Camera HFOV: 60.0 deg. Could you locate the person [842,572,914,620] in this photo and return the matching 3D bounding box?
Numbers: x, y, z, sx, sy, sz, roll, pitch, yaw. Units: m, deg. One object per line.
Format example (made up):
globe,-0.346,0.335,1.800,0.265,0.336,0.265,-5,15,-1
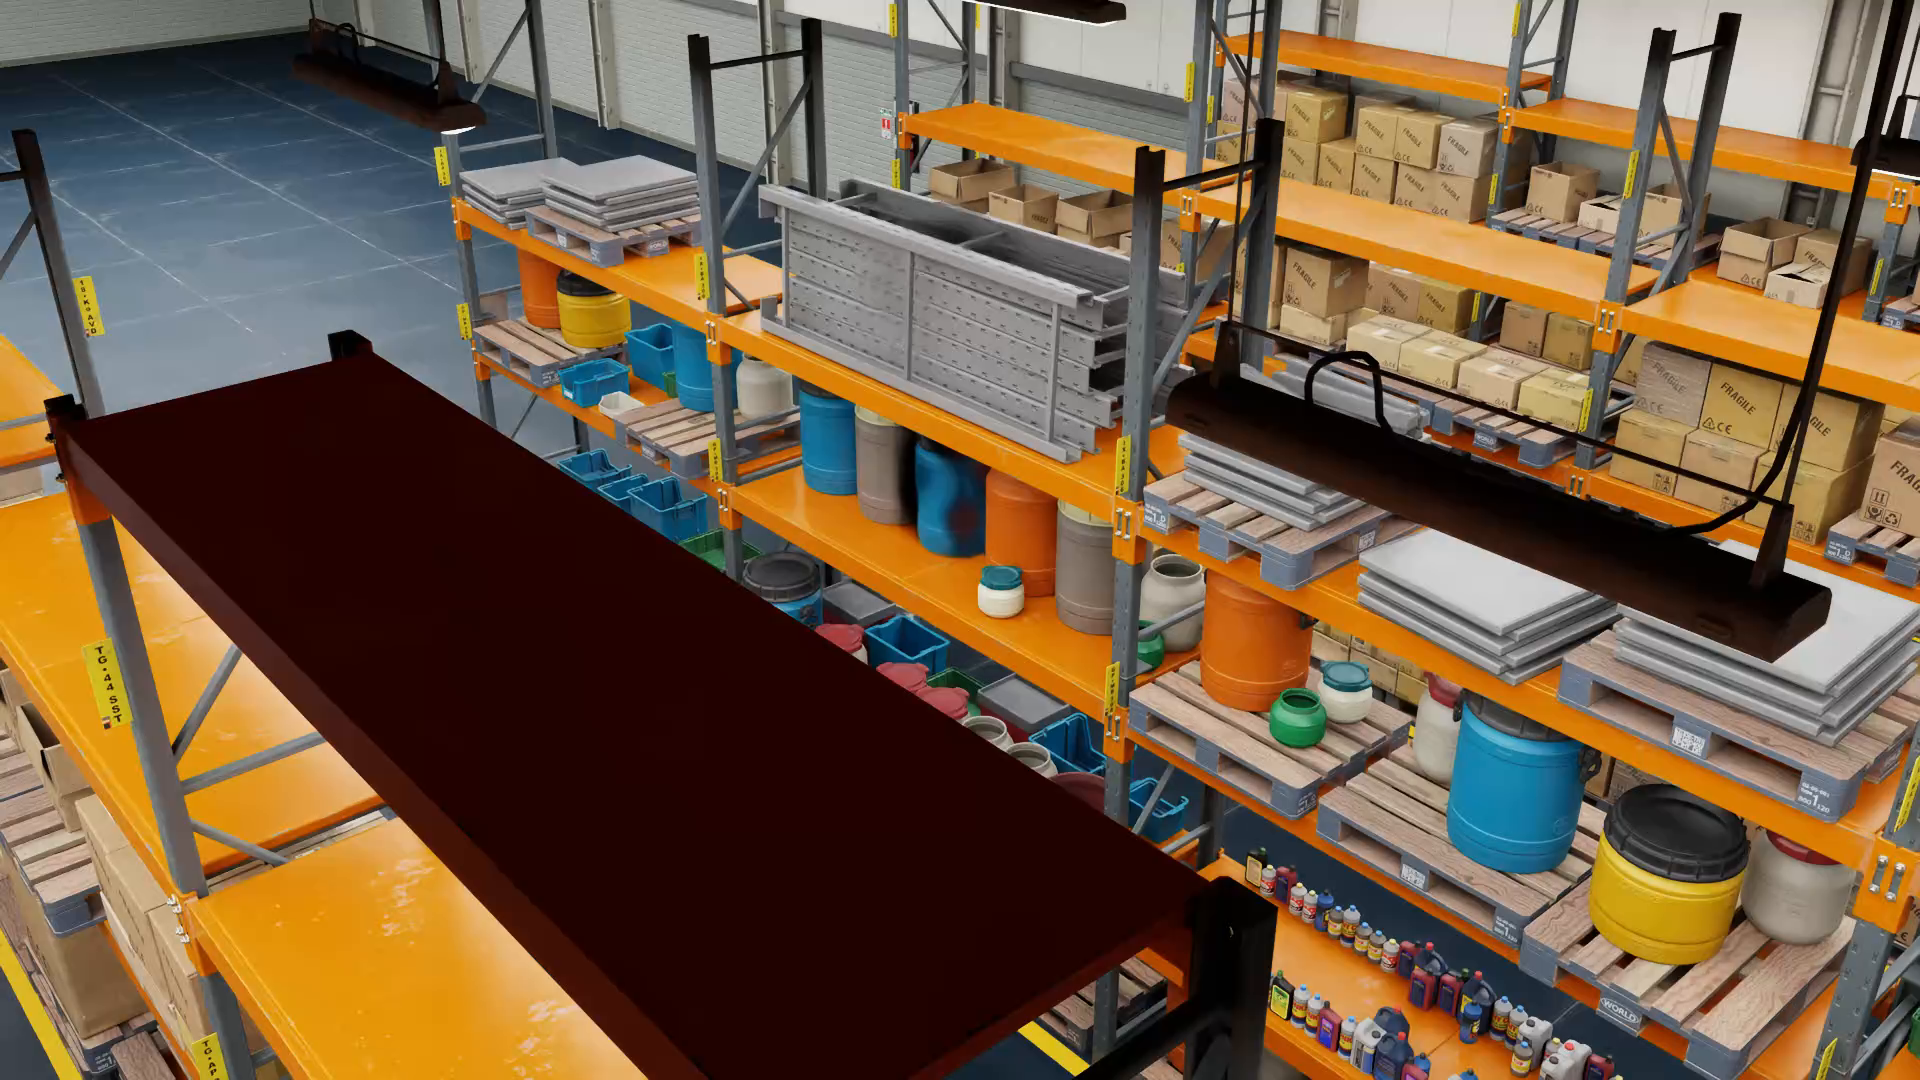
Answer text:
person,-0.895,0.047,15.588,0.977,1.735,0.687,15,30,27
